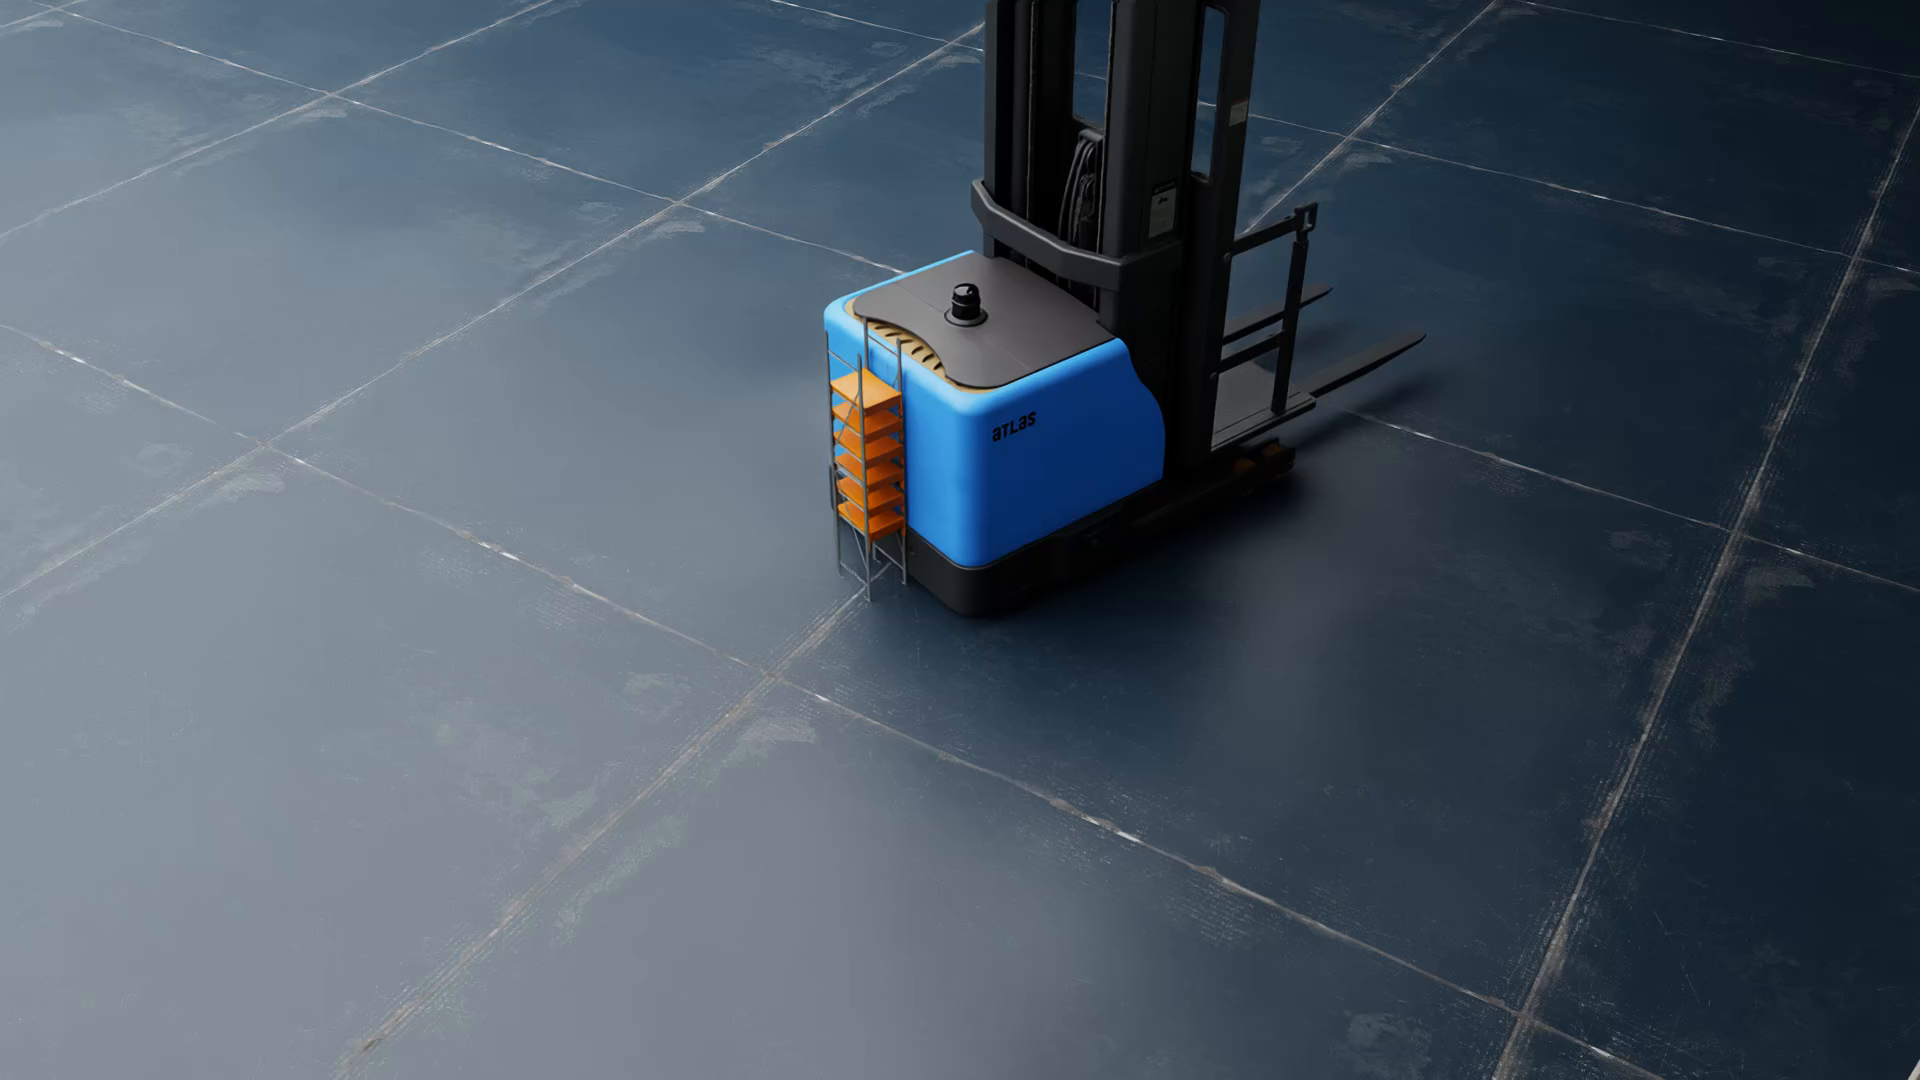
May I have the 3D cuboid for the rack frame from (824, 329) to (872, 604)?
[{"bbox_3d":[-0.442,-0.269,6.616,0.006,1.200,0.240,-25,44,-29],"label":"rack frame"}]

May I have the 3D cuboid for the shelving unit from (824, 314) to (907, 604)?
[{"bbox_3d":[-0.370,-0.303,6.661,0.189,1.200,0.258,-25,44,-29],"label":"shelving unit"}]

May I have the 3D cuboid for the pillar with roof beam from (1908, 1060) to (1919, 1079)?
[{"bbox_3d":[-0.849,-3.071,3.864,9.100,9.000,0.400,21,42,25],"label":"pillar with roof beam"}]

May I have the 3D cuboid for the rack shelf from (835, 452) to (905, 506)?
[{"bbox_3d":[-0.370,-0.268,6.688,0.180,0.103,0.258,-25,44,-29],"label":"rack shelf"}]

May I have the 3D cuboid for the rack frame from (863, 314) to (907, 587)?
[{"bbox_3d":[-0.298,-0.338,6.705,0.006,1.200,0.240,-25,44,-29],"label":"rack frame"}]

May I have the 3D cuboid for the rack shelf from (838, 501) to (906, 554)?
[{"bbox_3d":[-0.370,-0.078,6.834,0.180,0.103,0.258,-25,44,-29],"label":"rack shelf"}]

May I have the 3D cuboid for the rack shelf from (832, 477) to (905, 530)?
[{"bbox_3d":[-0.370,-0.173,6.761,0.180,0.103,0.258,-25,44,-29],"label":"rack shelf"}]

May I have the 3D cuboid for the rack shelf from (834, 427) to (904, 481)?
[{"bbox_3d":[-0.370,-0.363,6.614,0.180,0.103,0.258,-25,44,-29],"label":"rack shelf"}]

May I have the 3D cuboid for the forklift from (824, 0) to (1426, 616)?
[{"bbox_3d":[0.904,-1.592,6.914,3.031,2.935,1.130,-25,44,-29],"label":"forklift"}]

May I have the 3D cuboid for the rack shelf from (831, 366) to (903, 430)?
[{"bbox_3d":[-0.370,-0.553,6.468,0.180,0.103,0.258,-25,44,-29],"label":"rack shelf"}]

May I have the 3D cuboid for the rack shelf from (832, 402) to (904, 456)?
[{"bbox_3d":[-0.370,-0.458,6.541,0.180,0.103,0.258,-25,44,-29],"label":"rack shelf"}]
